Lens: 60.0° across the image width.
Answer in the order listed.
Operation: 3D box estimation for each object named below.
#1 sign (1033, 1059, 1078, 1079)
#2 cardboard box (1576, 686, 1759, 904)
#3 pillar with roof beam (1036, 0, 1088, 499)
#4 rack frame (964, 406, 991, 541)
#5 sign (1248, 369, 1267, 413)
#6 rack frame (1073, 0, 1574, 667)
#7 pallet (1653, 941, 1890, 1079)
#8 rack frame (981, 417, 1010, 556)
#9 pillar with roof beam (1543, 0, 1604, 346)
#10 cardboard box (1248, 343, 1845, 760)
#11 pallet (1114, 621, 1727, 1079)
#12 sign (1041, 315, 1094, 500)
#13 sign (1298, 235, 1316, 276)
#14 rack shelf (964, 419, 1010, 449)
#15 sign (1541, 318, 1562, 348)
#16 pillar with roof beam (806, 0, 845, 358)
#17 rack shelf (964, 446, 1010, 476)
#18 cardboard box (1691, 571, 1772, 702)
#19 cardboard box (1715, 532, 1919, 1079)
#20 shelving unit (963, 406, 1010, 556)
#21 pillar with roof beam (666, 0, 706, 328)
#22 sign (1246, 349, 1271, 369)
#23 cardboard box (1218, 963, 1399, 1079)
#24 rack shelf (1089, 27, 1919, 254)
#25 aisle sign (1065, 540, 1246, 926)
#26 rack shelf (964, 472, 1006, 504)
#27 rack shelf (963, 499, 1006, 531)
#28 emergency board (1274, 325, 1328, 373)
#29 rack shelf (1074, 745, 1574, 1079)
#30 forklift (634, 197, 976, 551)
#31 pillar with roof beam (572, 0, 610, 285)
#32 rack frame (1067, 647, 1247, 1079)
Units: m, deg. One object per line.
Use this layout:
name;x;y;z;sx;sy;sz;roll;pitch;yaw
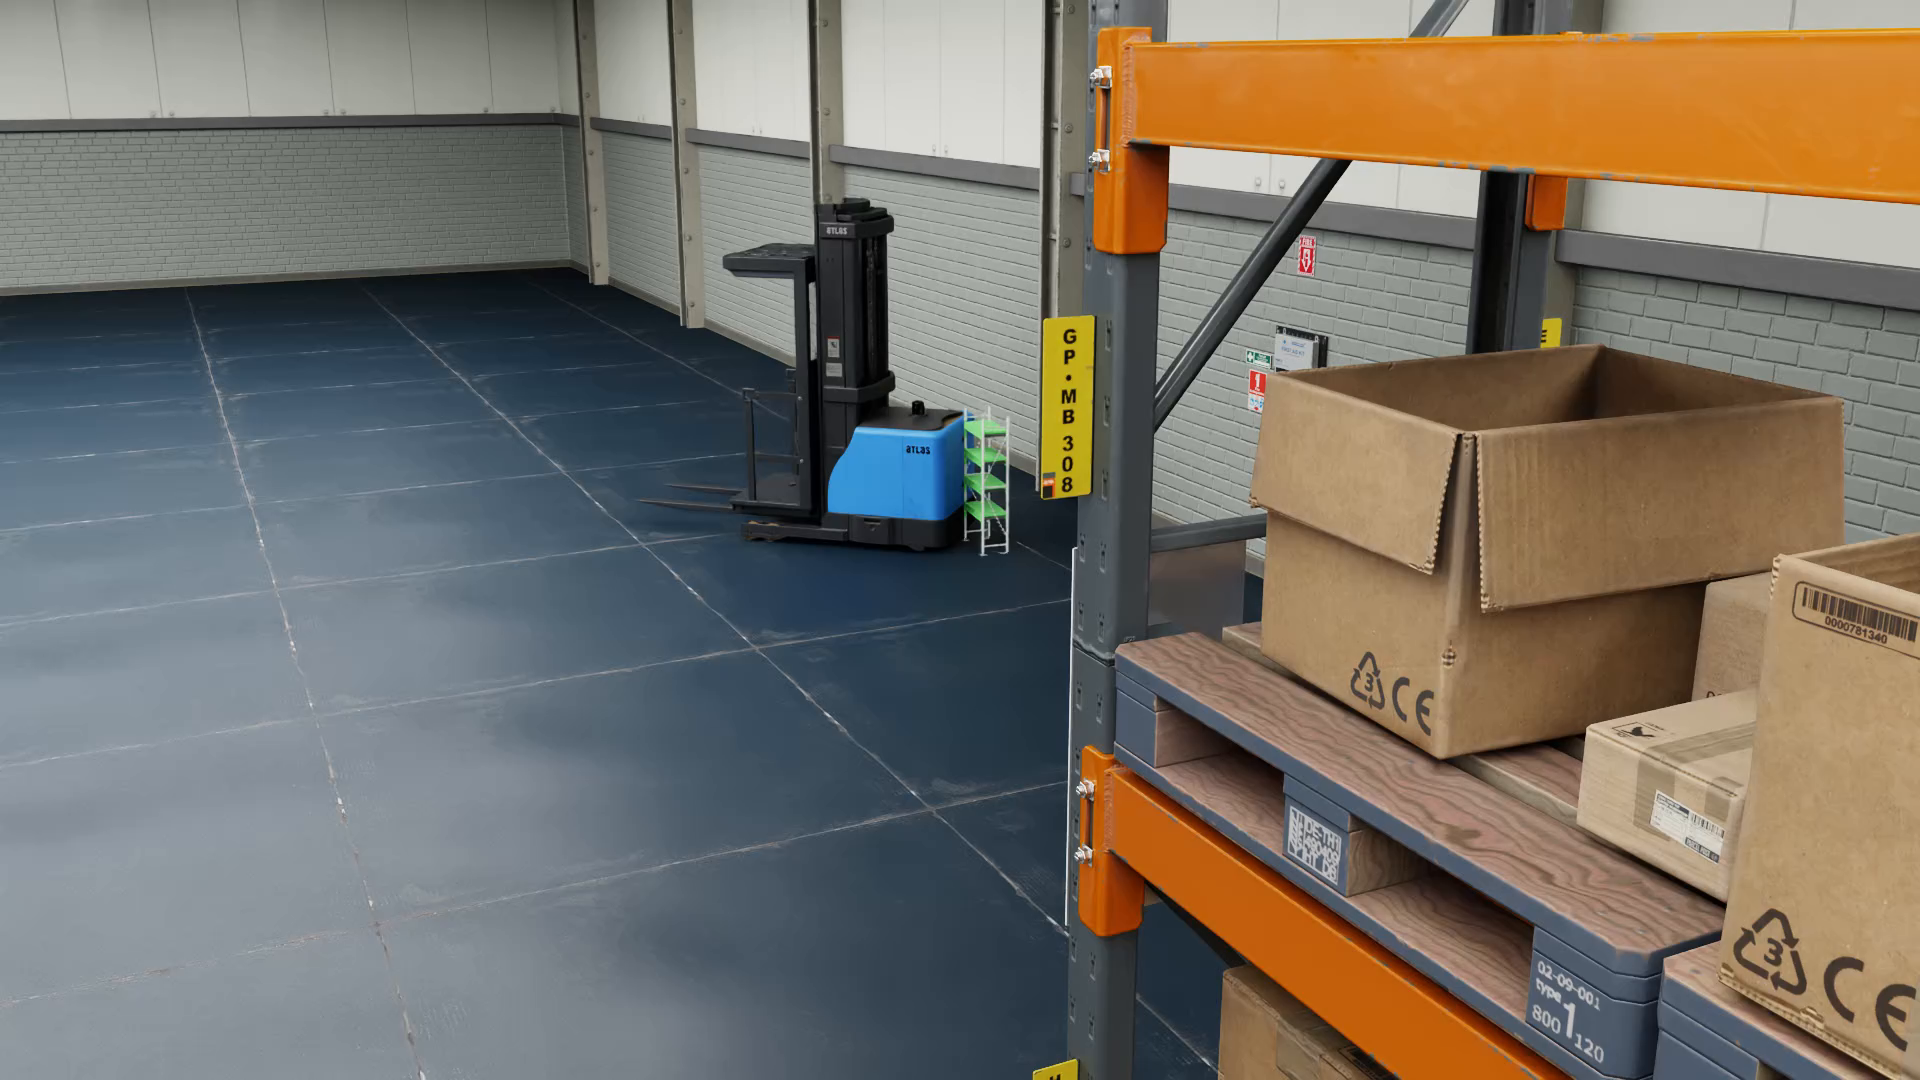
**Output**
sign;0.192;1.211;3.381;0.100;0.325;0.005;-8;18;-25
cardboard box;1.050;0.322;2.192;0.380;0.149;0.250;-8;18;-25
pillar with roof beam;-2.898;-4.270;13.316;9.100;9.000;0.400;-8;18;-25
rack frame;0.151;-0.578;14.588;0.240;1.200;0.015;-5;17;-17
sign;2.402;-1.203;13.440;0.001;0.329;0.234;-8;18;-25
rack frame;0.693;-1.284;2.912;1.000;3.000;0.127;-8;18;-25
pallet;1.518;0.681;1.660;1.003;0.211;1.213;-8;18;-25
rack frame;0.301;-0.449;14.142;0.240;1.200;0.015;-5;17;-17
pillar with roof beam;-0.270;-2.782;8.132;9.100;9.000;0.400;-8;18;-25
cardboard box;0.941;-0.018;2.736;0.797;0.503;0.637;-6;17;-21
pallet;0.980;0.378;2.716;1.003;0.211;1.213;-8;18;-25
sign;0.192;-0.235;2.966;0.100;0.325;0.005;-8;18;-25
sign;2.638;-2.165;12.653;0.001;0.298;0.199;-8;18;-25
rack shelf;0.226;-0.914;14.250;0.258;0.148;0.480;-5;17;-17
sign;1.187;-0.292;3.431;0.100;0.325;0.005;-8;18;-25
pillar with roof beam;-5.527;-5.758;18.501;9.100;9.000;0.400;-8;18;-25
rack shelf;0.226;-0.683;14.317;0.258;0.148;0.480;-5;17;-17
cardboard box;1.435;0.214;2.385;0.500;0.250;0.500;-8;18;-25
cardboard box;1.175;0.285;1.685;0.500;0.500;0.500;-8;18;-25
shelving unit;0.226;-0.514;14.365;0.258;1.200;0.503;-5;17;-17
pillar with roof beam;-8.155;-7.246;23.685;9.100;9.000;0.400;-8;18;-25
sign;2.397;-1.456;13.359;0.001;0.109;0.331;-8;18;-25
cardboard box;0.909;1.058;3.092;0.700;0.500;0.500;-8;18;-25
rack shelf;1.569;-0.250;1.338;1.077;0.370;4.000;-8;18;-25
aisle sign;0.389;0.370;3.309;0.394;0.787;0.004;-8;18;-25
rack shelf;0.226;-0.452;14.383;0.258;0.148;0.480;-5;17;-17
rack shelf;0.226;-0.221;14.449;0.258;0.148;0.480;-5;17;-17
emergency board;2.552;-1.036;12.924;0.194;1.169;0.643;-8;18;-25
rack shelf;1.569;0.999;1.697;1.077;0.370;4.000;-8;18;-25
forklift;-1.435;-1.525;14.750;3.031;2.935;1.130;5;17;16
pillar with roof beam;-10.784;-8.733;28.869;9.100;9.000;0.400;-8;18;-25
rack frame;0.693;1.599;3.739;1.000;3.000;0.127;-8;18;-25
